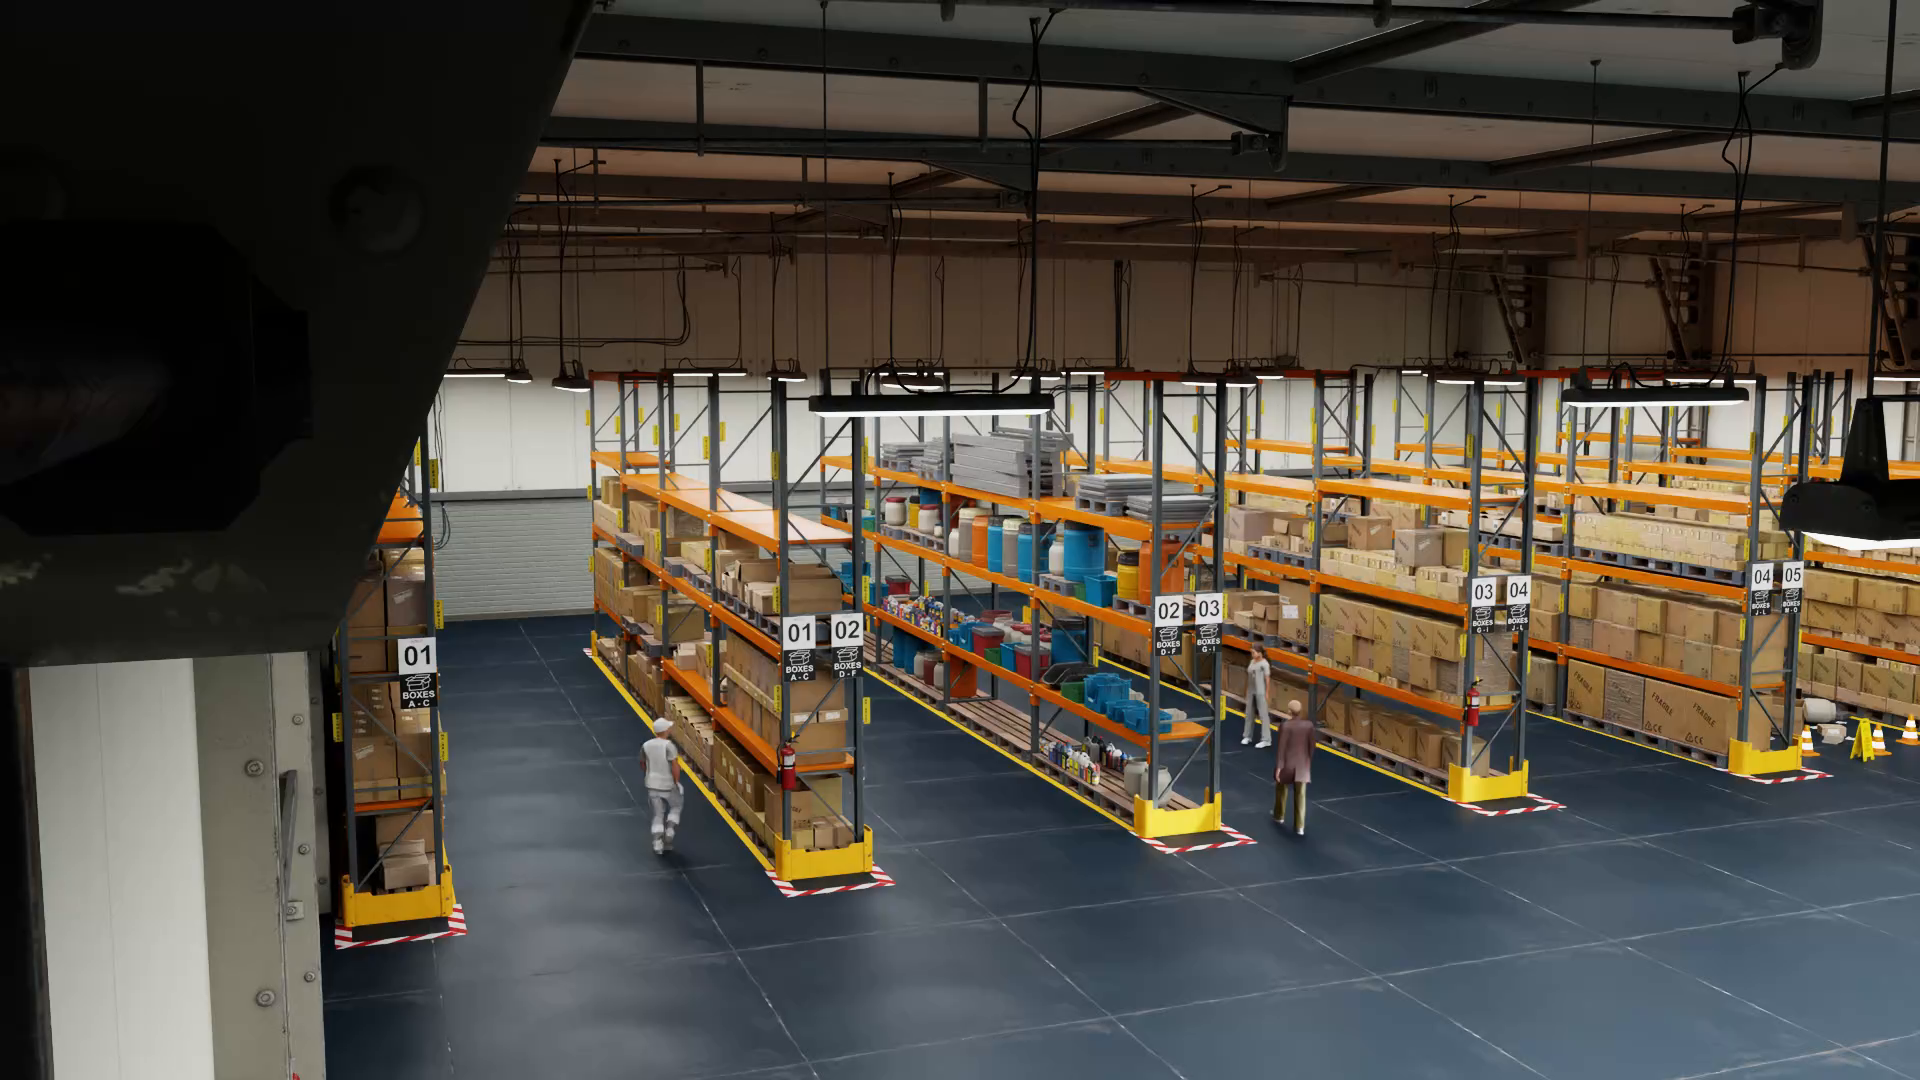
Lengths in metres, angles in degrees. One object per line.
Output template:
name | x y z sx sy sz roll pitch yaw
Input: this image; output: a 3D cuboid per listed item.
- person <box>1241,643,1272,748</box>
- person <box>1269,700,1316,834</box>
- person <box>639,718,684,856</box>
person | 4.799 2.502 26.941 0.416 1.653 0.512 -4 8 -32
person | 4.451 2.975 22.159 0.570 1.742 0.985 0 6 2
person | -3.766 3.125 21.222 0.655 1.751 0.659 1 6 9
